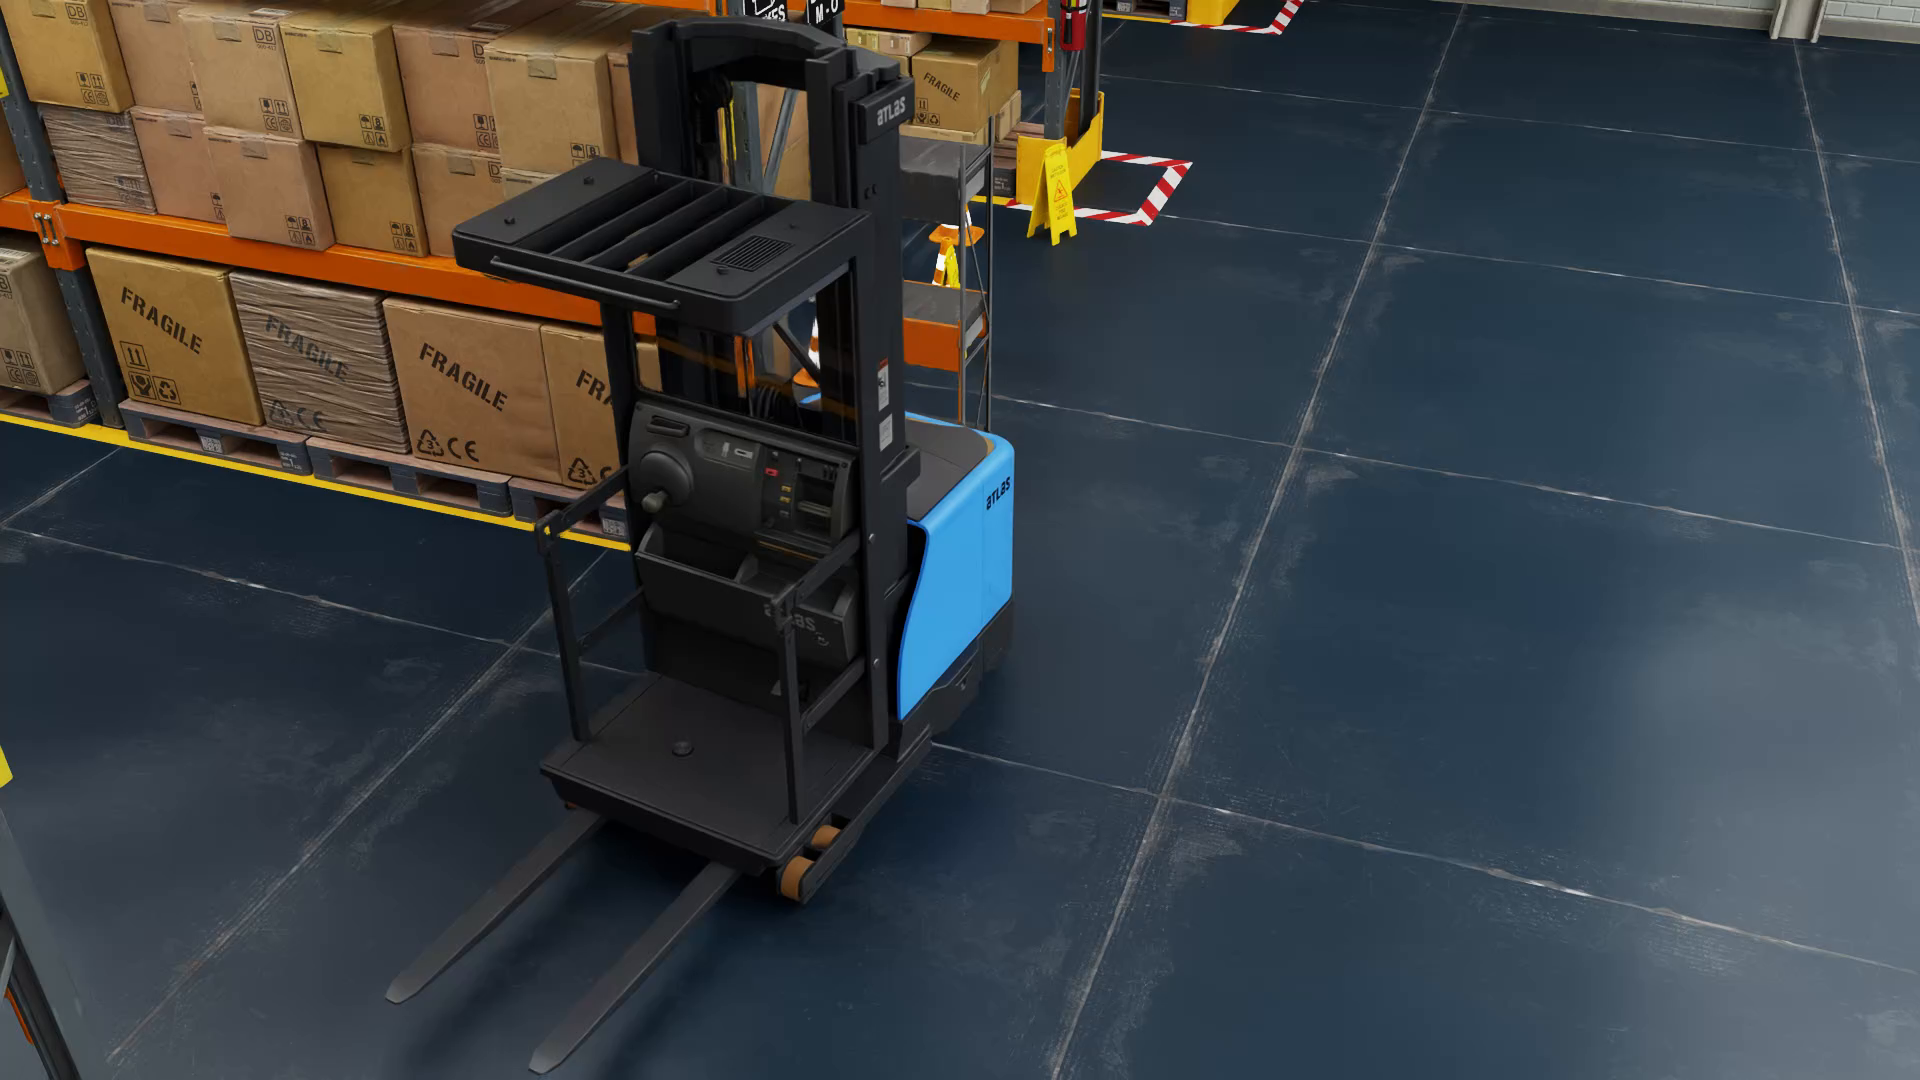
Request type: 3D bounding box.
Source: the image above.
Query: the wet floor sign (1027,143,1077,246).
[{"bbox_3d":[0.635,-2.377,11.336,0.232,0.644,0.267,24,40,32],"label":"wet floor sign"}]

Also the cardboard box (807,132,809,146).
[{"bbox_3d":[-1.014,-3.171,12.543,0.500,0.250,0.500,10,34,15],"label":"cardboard box"}]

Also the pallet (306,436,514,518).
[{"bbox_3d":[-2.681,-0.560,8.923,1.213,0.211,1.003,11,34,16],"label":"pallet"}]

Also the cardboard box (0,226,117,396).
[{"bbox_3d":[-5.138,-1.432,9.389,0.750,0.750,1.050,11,34,16],"label":"cardboard box"}]

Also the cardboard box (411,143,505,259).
[{"bbox_3d":[-2.132,-1.765,8.080,0.550,0.550,0.875,11,34,16],"label":"cardboard box"}]

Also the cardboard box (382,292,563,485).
[{"bbox_3d":[-2.247,-0.935,8.505,0.875,0.875,0.875,10,34,16],"label":"cardboard box"}]

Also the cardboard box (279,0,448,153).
[{"bbox_3d":[-2.667,-2.261,7.853,0.500,0.550,0.875,11,34,16],"label":"cardboard box"}]

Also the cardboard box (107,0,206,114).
[{"bbox_3d":[-3.630,-2.523,8.259,0.550,0.550,0.875,11,34,16],"label":"cardboard box"}]

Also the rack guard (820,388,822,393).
[{"bbox_3d":[-0.735,-0.346,8.326,0.348,0.500,1.175,11,34,16],"label":"rack guard"}]

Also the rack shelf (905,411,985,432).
[{"bbox_3d":[-0.156,-0.313,8.114,0.480,0.518,0.431,11,34,16],"label":"rack shelf"}]

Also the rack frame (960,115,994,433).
[{"bbox_3d":[0.074,-0.868,7.658,0.015,2.100,0.400,11,34,16],"label":"rack frame"}]

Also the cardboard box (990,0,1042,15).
[{"bbox_3d":[0.393,-3.801,11.603,0.250,0.149,0.380,12,35,18],"label":"cardboard box"}]

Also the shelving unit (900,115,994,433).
[{"bbox_3d":[-0.156,-0.912,7.727,0.503,2.100,0.431,11,34,16],"label":"shelving unit"}]

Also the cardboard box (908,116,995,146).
[{"bbox_3d":[-0.057,-2.983,12.253,0.500,0.250,0.500,11,34,16],"label":"cardboard box"}]

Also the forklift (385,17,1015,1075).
[{"bbox_3d":[-0.897,-0.170,5.811,1.130,2.935,3.031,16,36,23],"label":"forklift"}]

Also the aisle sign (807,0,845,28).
[{"bbox_3d":[-0.590,-2.633,7.167,0.004,0.787,0.394,11,34,16],"label":"aisle sign"}]

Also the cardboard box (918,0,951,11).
[{"bbox_3d":[-0.117,-3.848,11.677,0.250,0.149,0.380,10,34,16],"label":"cardboard box"}]

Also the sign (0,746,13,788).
[{"bbox_3d":[-2.343,0.472,3.955,0.005,0.325,0.100,11,34,16],"label":"sign"}]

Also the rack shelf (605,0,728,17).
[{"bbox_3d":[-2.640,-2.725,7.603,4.000,0.370,1.077,11,34,16],"label":"rack shelf"}]

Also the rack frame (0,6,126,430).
[{"bbox_3d":[-4.523,-2.133,8.788,0.127,3.000,1.000,11,34,16],"label":"rack frame"}]

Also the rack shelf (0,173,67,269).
[{"bbox_3d":[-6.406,-2.197,9.550,4.000,0.370,1.077,11,34,16],"label":"rack shelf"}]

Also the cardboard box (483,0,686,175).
[{"bbox_3d":[-1.643,-2.059,7.540,0.550,0.550,0.875,11,34,16],"label":"cardboard box"}]

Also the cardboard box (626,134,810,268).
[{"bbox_3d":[-1.122,-1.509,7.683,0.550,0.550,0.875,11,34,16],"label":"cardboard box"}]

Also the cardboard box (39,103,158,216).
[{"bbox_3d":[-4.172,-2.135,8.652,0.550,0.550,0.875,11,34,16],"label":"cardboard box"}]

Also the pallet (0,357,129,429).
[{"bbox_3d":[-5.275,-1.064,9.704,1.213,0.211,1.003,11,34,16],"label":"pallet"}]

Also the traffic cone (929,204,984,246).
[{"bbox_3d":[-0.023,-2.301,11.388,0.334,0.463,0.336,11,34,16],"label":"traffic cone"}]

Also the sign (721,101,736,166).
[{"bbox_3d":[-0.954,-1.712,6.851,0.005,0.325,0.100,11,34,16],"label":"sign"}]

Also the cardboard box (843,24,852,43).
[{"bbox_3d":[-0.876,-3.699,12.072,0.250,0.149,0.380,12,35,19],"label":"cardboard box"}]

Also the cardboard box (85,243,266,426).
[{"bbox_3d":[-3.955,-1.266,9.017,0.875,0.875,0.875,12,35,17],"label":"cardboard box"}]

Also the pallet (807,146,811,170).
[{"bbox_3d":[-1.152,-3.180,12.981,1.213,0.211,1.003,11,34,16],"label":"pallet"}]

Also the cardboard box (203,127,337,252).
[{"bbox_3d":[-3.178,-1.887,8.268,0.550,0.550,0.875,11,34,16],"label":"cardboard box"}]

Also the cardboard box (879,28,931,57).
[{"bbox_3d":[-0.393,-3.602,11.922,0.250,0.149,0.380,12,35,18],"label":"cardboard box"}]

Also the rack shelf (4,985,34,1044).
[{"bbox_3d":[-4.409,1.049,4.522,4.000,0.370,1.077,11,34,16],"label":"rack shelf"}]

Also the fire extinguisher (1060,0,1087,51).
[{"bbox_3d":[0.769,-3.658,11.222,0.183,0.674,0.296,11,34,16],"label":"fire extinguisher"}]

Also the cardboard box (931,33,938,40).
[{"bbox_3d":[-0.365,-3.670,12.625,0.500,0.500,0.500,10,34,15],"label":"cardboard box"}]

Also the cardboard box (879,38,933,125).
[{"bbox_3d":[-0.517,-3.391,12.192,0.500,0.500,0.500,12,35,18],"label":"cardboard box"}]

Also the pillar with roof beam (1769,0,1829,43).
[{"bbox_3d":[6.333,-6.294,9.702,0.400,9.000,9.100,11,34,16],"label":"pillar with roof beam"}]
